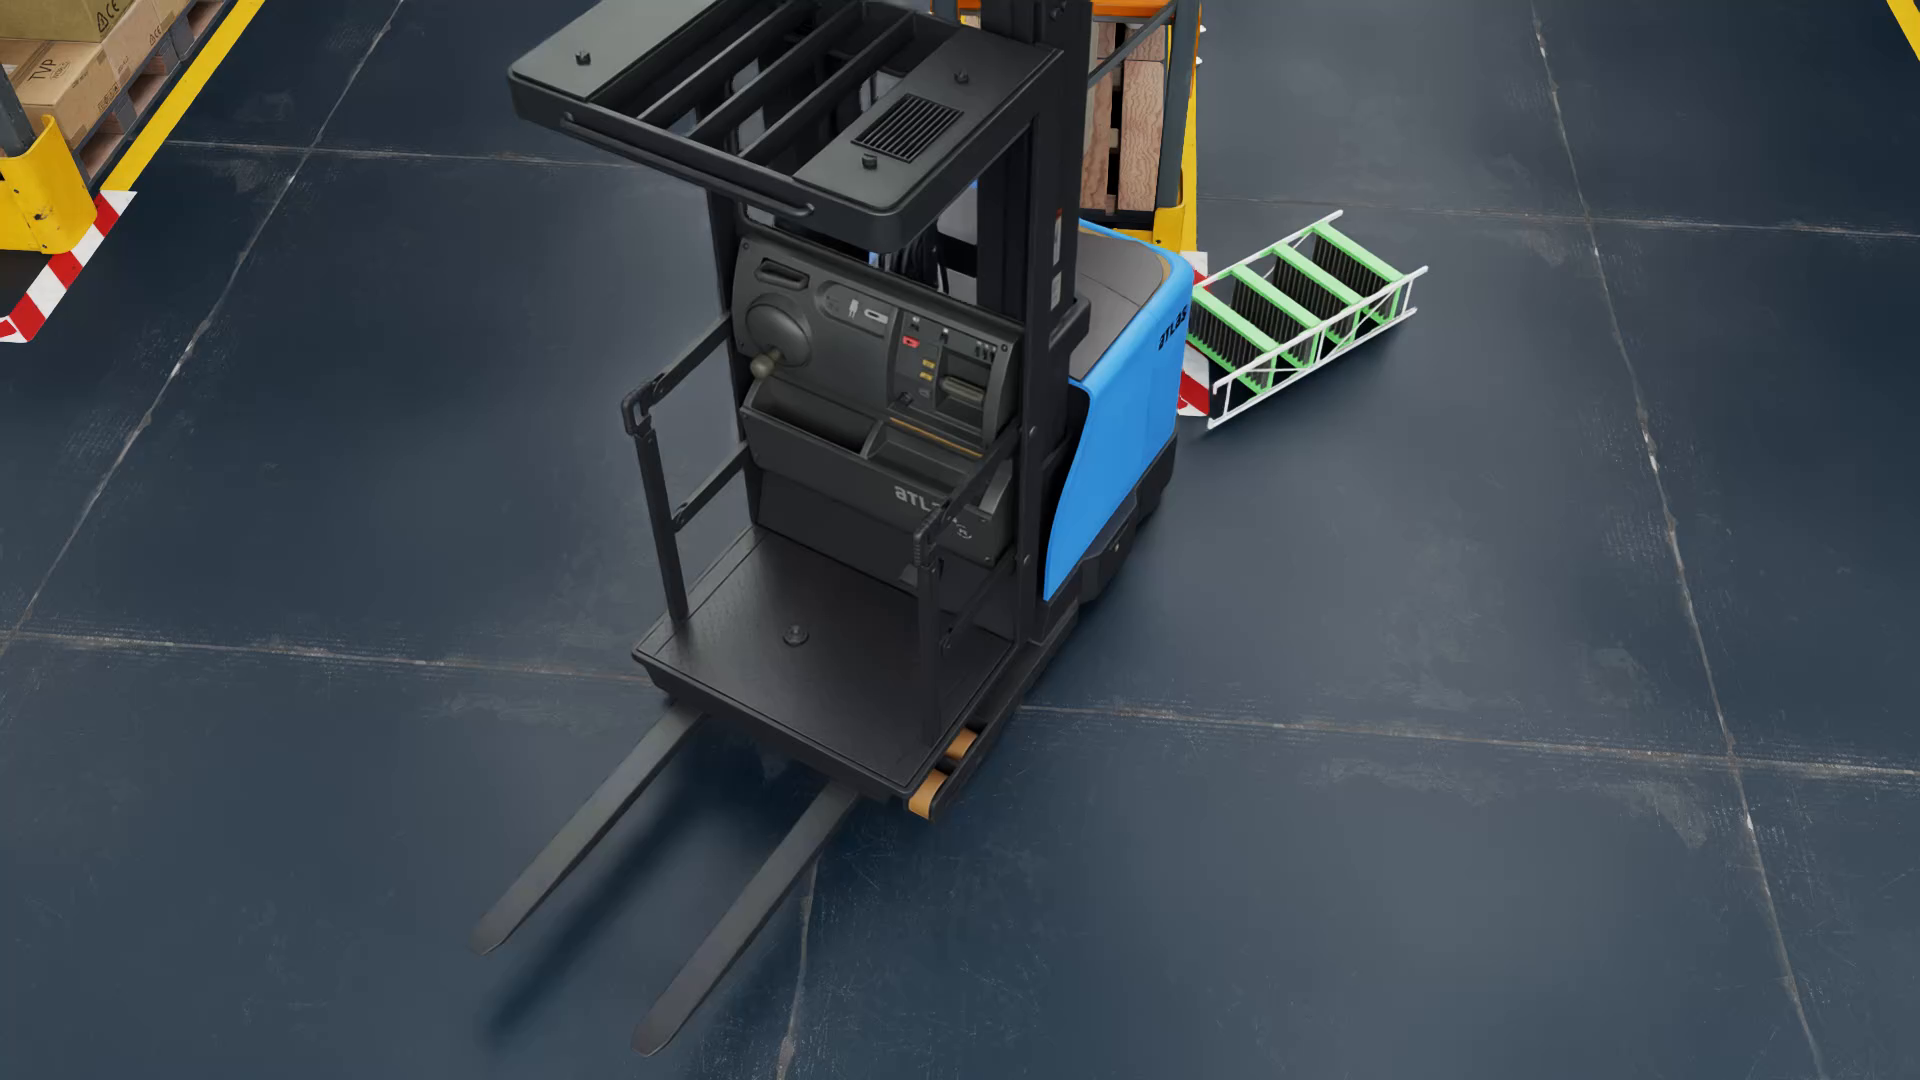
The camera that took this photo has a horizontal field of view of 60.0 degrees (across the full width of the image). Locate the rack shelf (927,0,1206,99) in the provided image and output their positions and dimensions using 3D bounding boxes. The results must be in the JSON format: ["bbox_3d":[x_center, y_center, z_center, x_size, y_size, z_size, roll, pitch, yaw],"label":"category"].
[{"bbox_3d":[0.580,-3.357,7.775,1.077,0.370,4.000,4,48,4],"label":"rack shelf"}]

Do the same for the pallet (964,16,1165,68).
[{"bbox_3d":[0.551,-2.739,8.612,1.003,0.211,1.213,4,48,4],"label":"pallet"}]

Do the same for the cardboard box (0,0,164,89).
[{"bbox_3d":[-4.222,-2.427,8.015,0.500,0.250,0.500,4,48,4],"label":"cardboard box"}]

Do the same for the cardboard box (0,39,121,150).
[{"bbox_3d":[-4.264,-2.059,7.679,0.500,0.250,0.500,4,48,4],"label":"cardboard box"}]

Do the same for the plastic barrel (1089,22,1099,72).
[{"bbox_3d":[0.427,-2.289,7.713,0.421,0.512,0.421,0,48,0],"label":"plastic barrel"}]

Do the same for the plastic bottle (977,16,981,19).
[{"bbox_3d":[0.129,-2.713,8.297,0.097,0.201,0.097,0,48,0],"label":"plastic bottle"}]

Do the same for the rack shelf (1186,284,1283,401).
[{"bbox_3d":[1.078,-0.800,6.782,0.148,0.258,0.480,-29,54,-24],"label":"rack shelf"}]

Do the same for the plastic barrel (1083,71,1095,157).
[{"bbox_3d":[0.382,-1.921,7.376,0.421,0.512,0.421,0,48,0],"label":"plastic barrel"}]

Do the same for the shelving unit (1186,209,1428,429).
[{"bbox_3d":[1.320,-0.935,6.906,1.200,0.258,0.503,-29,54,-24],"label":"shelving unit"}]

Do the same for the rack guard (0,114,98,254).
[{"bbox_3d":[-4.537,-1.605,7.379,1.175,0.500,0.348,4,48,4],"label":"rack guard"}]

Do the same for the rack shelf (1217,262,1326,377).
[{"bbox_3d":[1.269,-0.907,6.880,0.148,0.258,0.480,-29,54,-24],"label":"rack shelf"}]

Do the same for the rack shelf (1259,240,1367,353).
[{"bbox_3d":[1.460,-1.014,6.978,0.148,0.258,0.480,-29,54,-24],"label":"rack shelf"}]

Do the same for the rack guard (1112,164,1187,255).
[{"bbox_3d":[0.358,-1.346,7.142,1.175,0.500,0.348,4,48,4],"label":"rack guard"}]

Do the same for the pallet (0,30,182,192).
[{"bbox_3d":[-4.507,-2.090,8.018,1.003,0.211,1.213,4,48,4],"label":"pallet"}]

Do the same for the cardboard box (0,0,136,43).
[{"bbox_3d":[-4.220,-2.680,7.739,0.500,0.500,0.500,4,48,4],"label":"cardboard box"}]

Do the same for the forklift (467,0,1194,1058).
[{"bbox_3d":[-0.375,-0.479,4.702,1.130,2.935,3.031,24,52,20],"label":"forklift"}]

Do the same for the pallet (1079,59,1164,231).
[{"bbox_3d":[0.437,-1.845,7.794,1.003,0.211,1.213,4,48,4],"label":"pallet"}]

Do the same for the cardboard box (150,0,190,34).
[{"bbox_3d":[-4.176,-2.794,8.352,0.500,0.250,0.500,4,48,4],"label":"cardboard box"}]

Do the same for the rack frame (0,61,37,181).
[{"bbox_3d":[-4.534,-2.466,6.473,1.000,3.000,0.127,4,48,4],"label":"rack frame"}]

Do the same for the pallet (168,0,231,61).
[{"bbox_3d":[-4.393,-2.984,8.836,1.003,0.211,1.213,4,48,4],"label":"pallet"}]

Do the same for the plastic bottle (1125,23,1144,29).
[{"bbox_3d":[0.873,-2.669,8.209,0.097,0.271,0.097,0,48,0],"label":"plastic bottle"}]

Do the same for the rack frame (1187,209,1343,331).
[{"bbox_3d":[1.173,-1.079,7.037,1.200,0.240,0.015,-29,54,-24],"label":"rack frame"}]

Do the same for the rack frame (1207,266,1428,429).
[{"bbox_3d":[1.467,-0.792,6.775,1.200,0.240,0.015,-29,54,-24],"label":"rack frame"}]

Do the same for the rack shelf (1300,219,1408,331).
[{"bbox_3d":[1.652,-1.121,7.076,0.148,0.258,0.480,-29,54,-24],"label":"rack shelf"}]

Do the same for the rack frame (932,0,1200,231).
[{"bbox_3d":[0.398,-2.130,6.166,1.000,3.000,0.127,4,48,4],"label":"rack frame"}]
